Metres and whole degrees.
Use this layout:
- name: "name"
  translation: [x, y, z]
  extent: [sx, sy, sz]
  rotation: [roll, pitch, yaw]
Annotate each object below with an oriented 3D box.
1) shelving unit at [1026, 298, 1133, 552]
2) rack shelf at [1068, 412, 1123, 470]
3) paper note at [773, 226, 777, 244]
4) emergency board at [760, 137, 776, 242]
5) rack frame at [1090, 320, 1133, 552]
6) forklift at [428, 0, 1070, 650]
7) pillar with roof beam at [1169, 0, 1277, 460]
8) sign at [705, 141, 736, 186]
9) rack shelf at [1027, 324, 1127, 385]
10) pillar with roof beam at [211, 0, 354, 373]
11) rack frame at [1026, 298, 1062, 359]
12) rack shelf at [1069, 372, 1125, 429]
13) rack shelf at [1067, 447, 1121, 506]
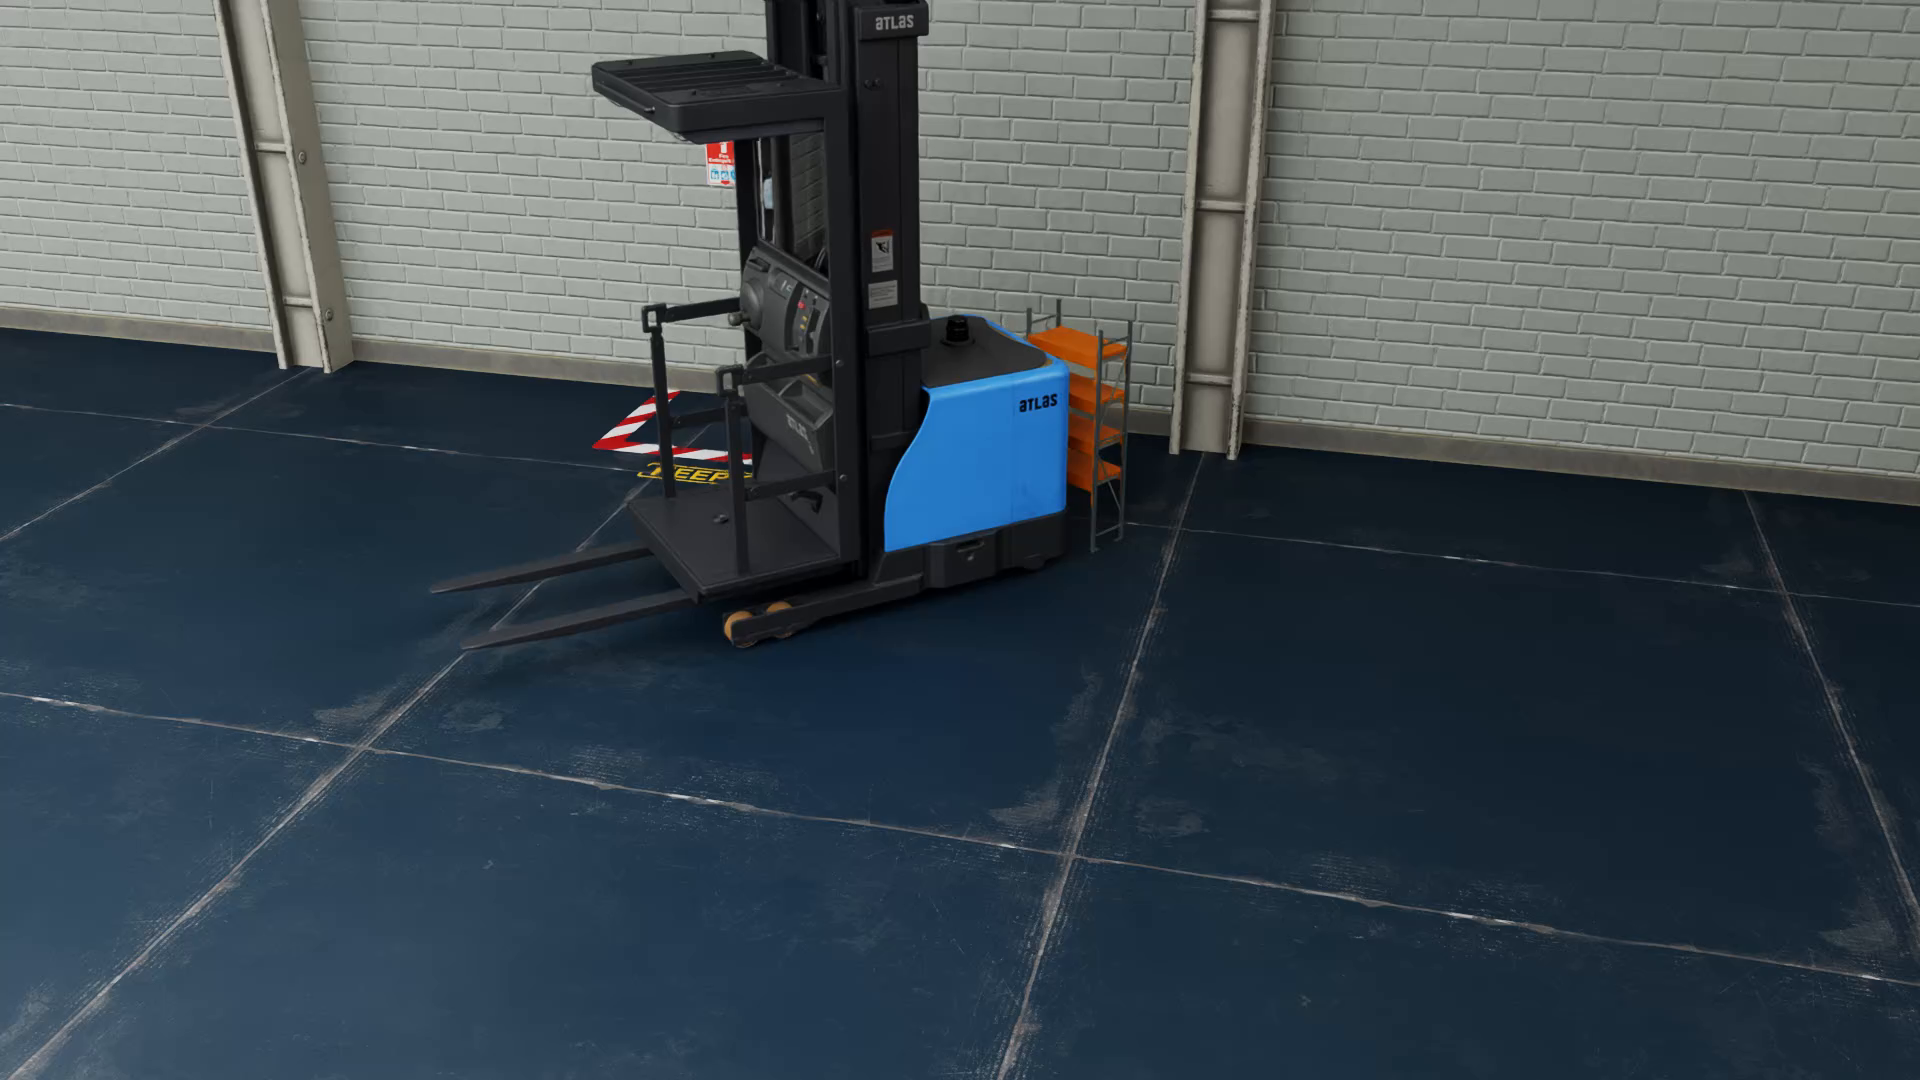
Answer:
- name: "shelving unit"
  translation: [0.599, -0.591, 8.596]
  extent: [0.258, 1.200, 0.503]
  rotation: [-22, 33, -38]
- name: "rack shelf"
  translation: [0.599, -0.531, 8.625]
  extent: [0.258, 0.148, 0.480]
  rotation: [-22, 33, -38]
- name: "paper note"
  translation: [-1.073, -1.839, 10.148]
  extent: [0.142, 0.148, 0.016]
  rotation: [6, 26, 13]
- name: "emergency board"
  translation: [-0.919, -2.189, 9.858]
  extent: [0.643, 1.169, 0.194]
  rotation: [6, 26, 13]
- name: "rack frame"
  translation: [0.767, -0.515, 8.436]
  extent: [0.240, 1.200, 0.015]
  rotation: [-22, 33, -38]
- name: "forklift"
  translation: [-0.994, -1.084, 7.616]
  extent: [3.031, 2.935, 1.130]
  rotation: [-13, 28, -25]
- name: "pillar with roof beam"
  translation: [0.393, -2.825, 4.215]
  extent: [0.400, 9.000, 9.100]
  rotation: [6, 26, 13]
- name: "sign"
  translation: [-1.429, -2.307, 10.065]
  extent: [0.234, 0.329, 0.001]
  rotation: [6, 26, 13]
- name: "rack shelf"
  translation: [0.599, -0.946, 8.428]
  extent: [0.258, 0.148, 0.480]
  rotation: [-22, 33, -38]
- name: "pillar with roof beam"
  translation: [-5.418, -3.467, 5.564]
  extent: [0.400, 9.000, 9.100]
  rotation: [6, 26, 13]
- name: "rack frame"
  translation: [0.431, -0.668, 8.757]
  extent: [0.240, 1.200, 0.015]
  rotation: [-22, 33, -38]
- name: "rack shelf"
  translation: [0.599, -0.733, 8.529]
  extent: [0.258, 0.148, 0.480]
  rotation: [-22, 33, -38]
- name: "rack shelf"
  translation: [0.599, -0.351, 8.711]
  extent: [0.258, 0.148, 0.480]
  rotation: [-22, 33, -38]
